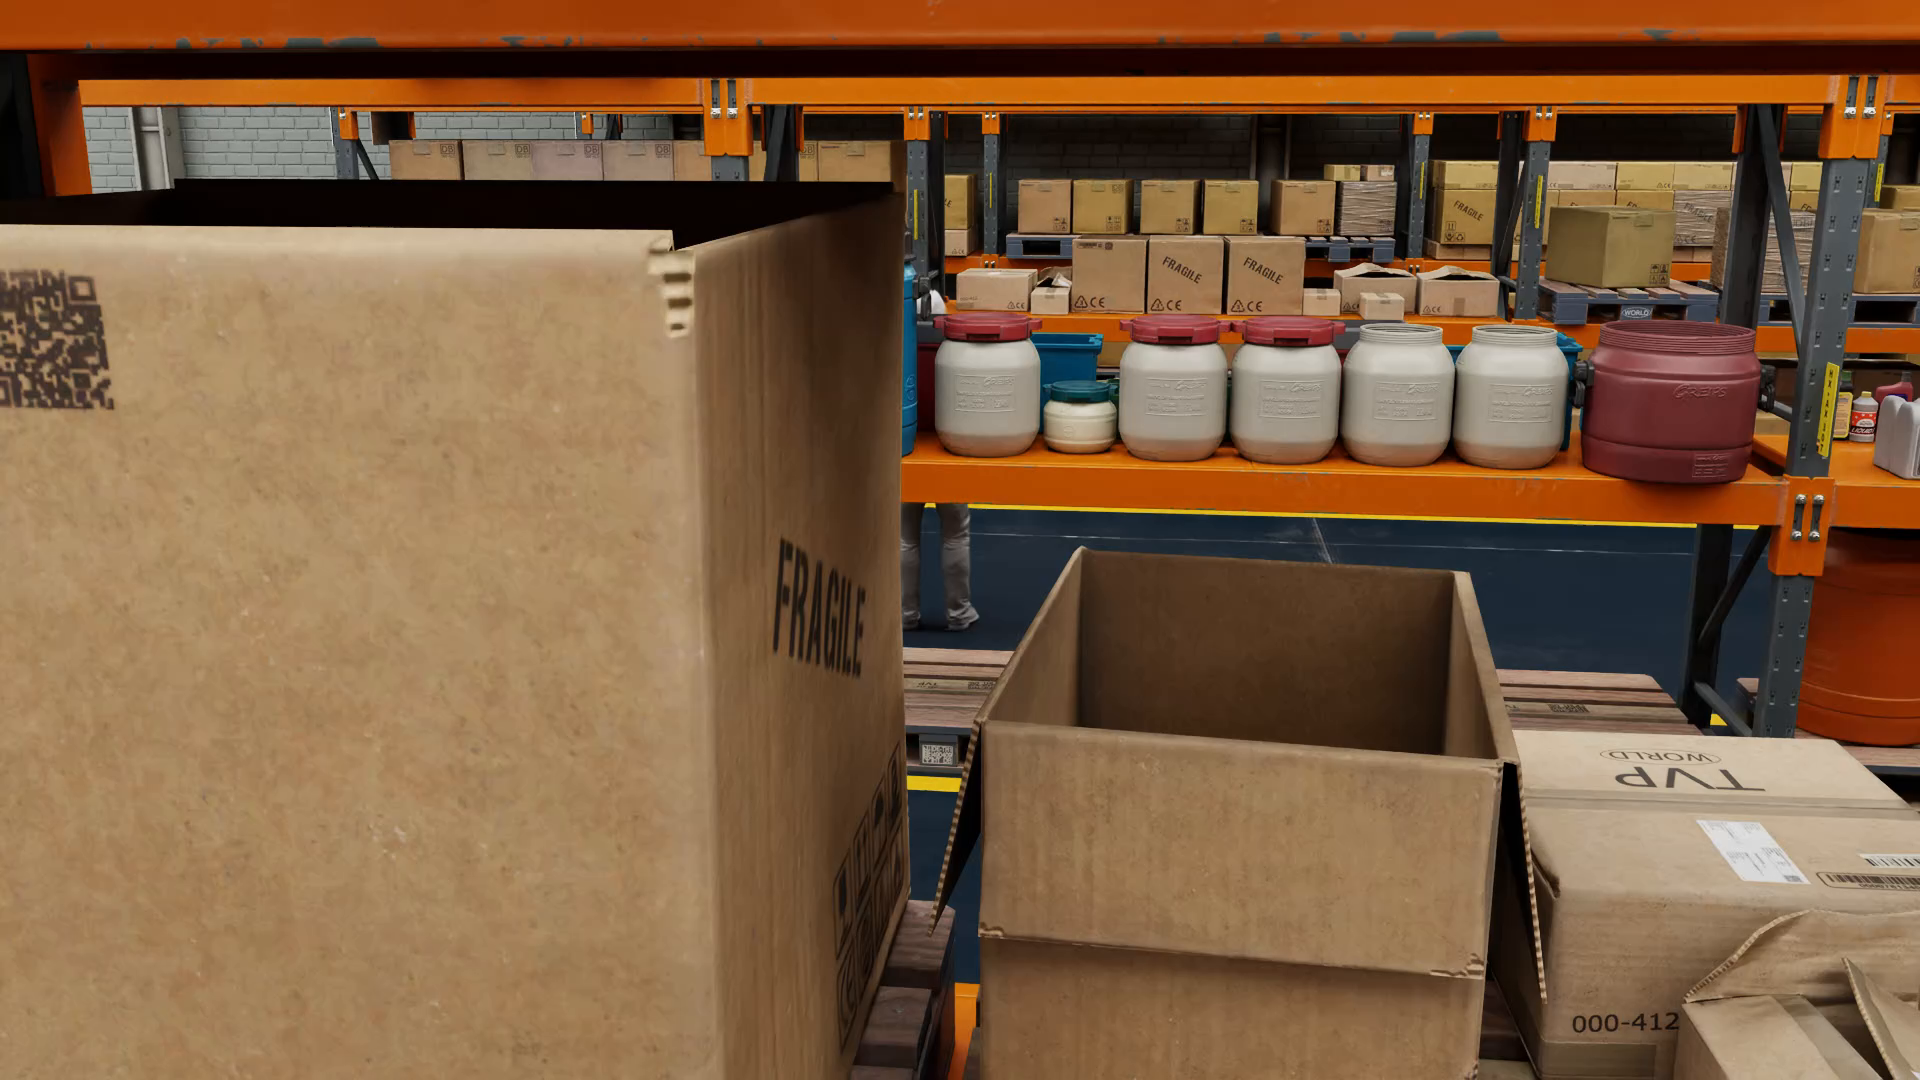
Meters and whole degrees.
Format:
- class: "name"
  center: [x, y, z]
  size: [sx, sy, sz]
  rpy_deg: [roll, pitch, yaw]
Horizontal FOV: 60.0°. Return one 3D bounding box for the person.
- class: "person"
  center: [-0.157, -0.418, 8.606]
  size: [0.562, 1.768, 0.509]
  rpy_deg: [1, 14, 6]
